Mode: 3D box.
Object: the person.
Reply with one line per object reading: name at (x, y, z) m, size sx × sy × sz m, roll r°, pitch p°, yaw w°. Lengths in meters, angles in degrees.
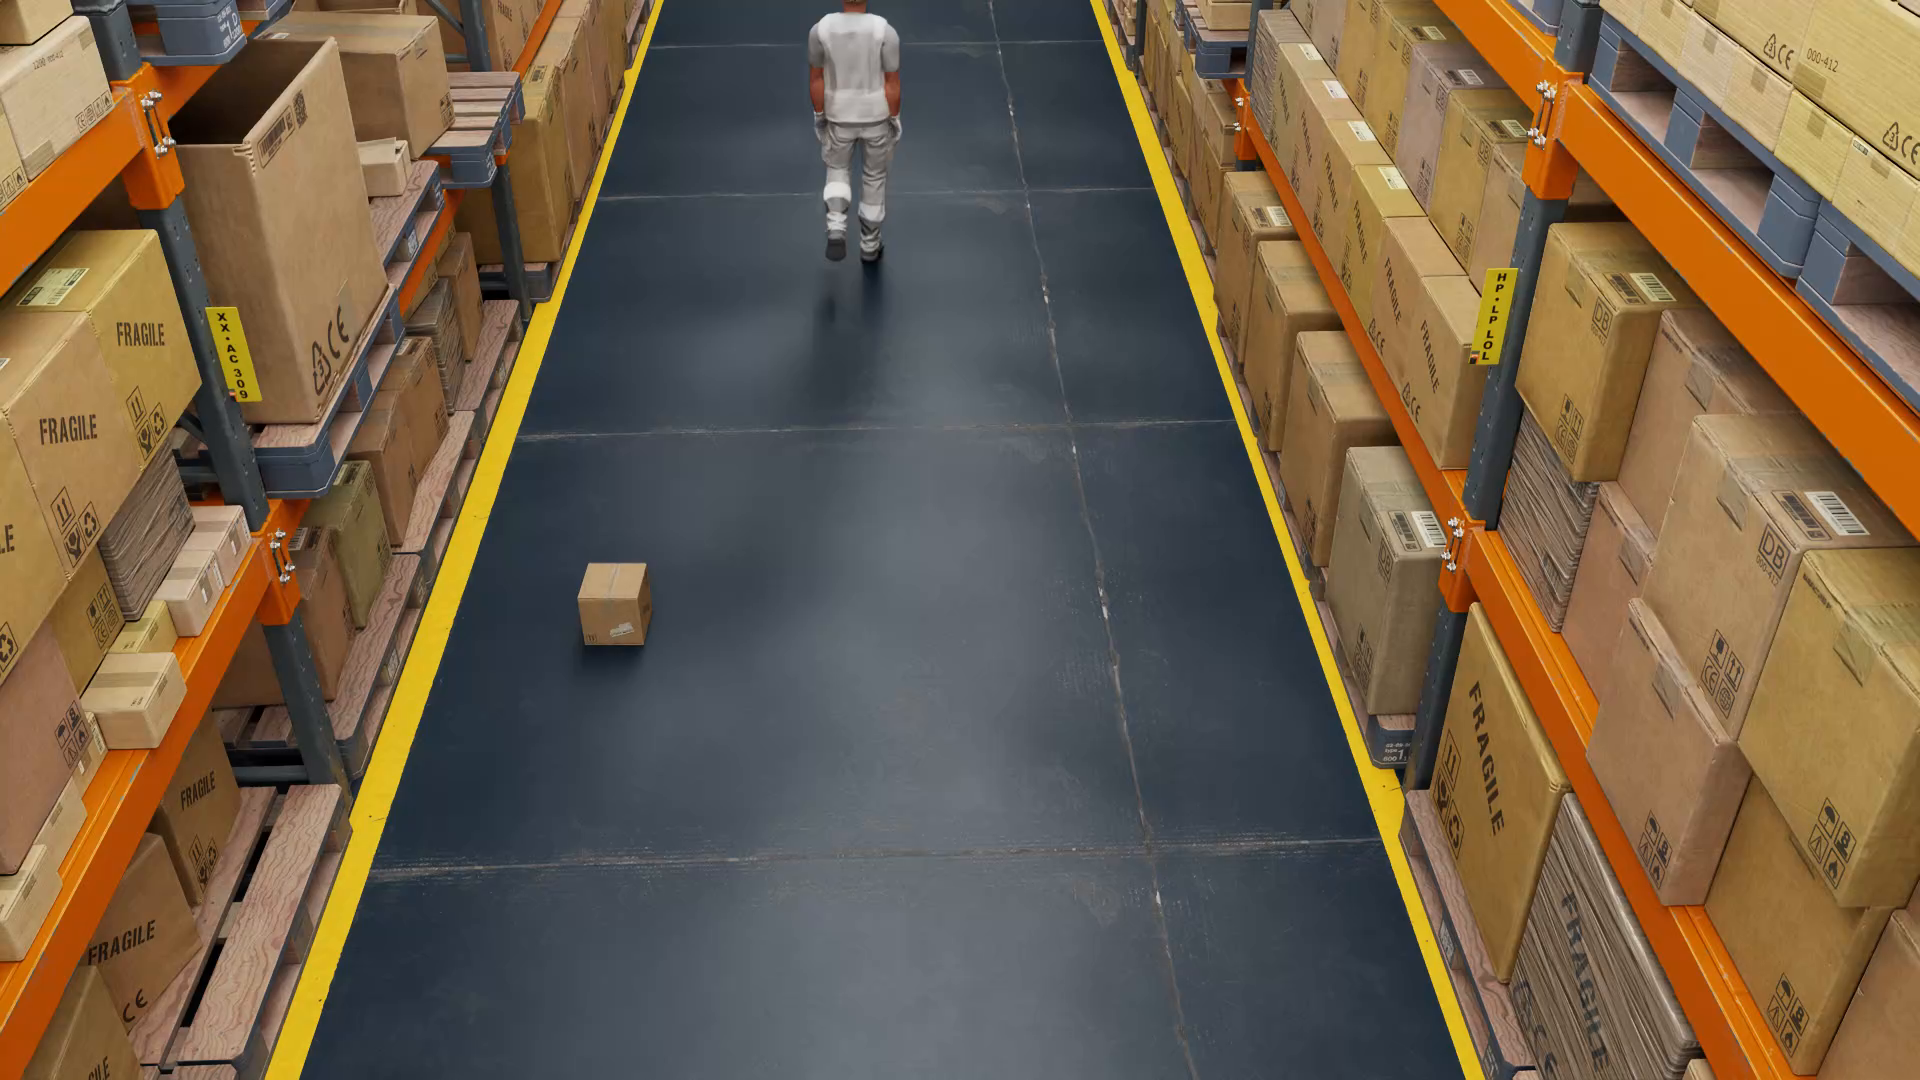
person at (-0.593, -2.418, 9.549) m, size 0.529 × 1.781 × 0.586 m, roll 3°, pitch 35°, yaw 5°
